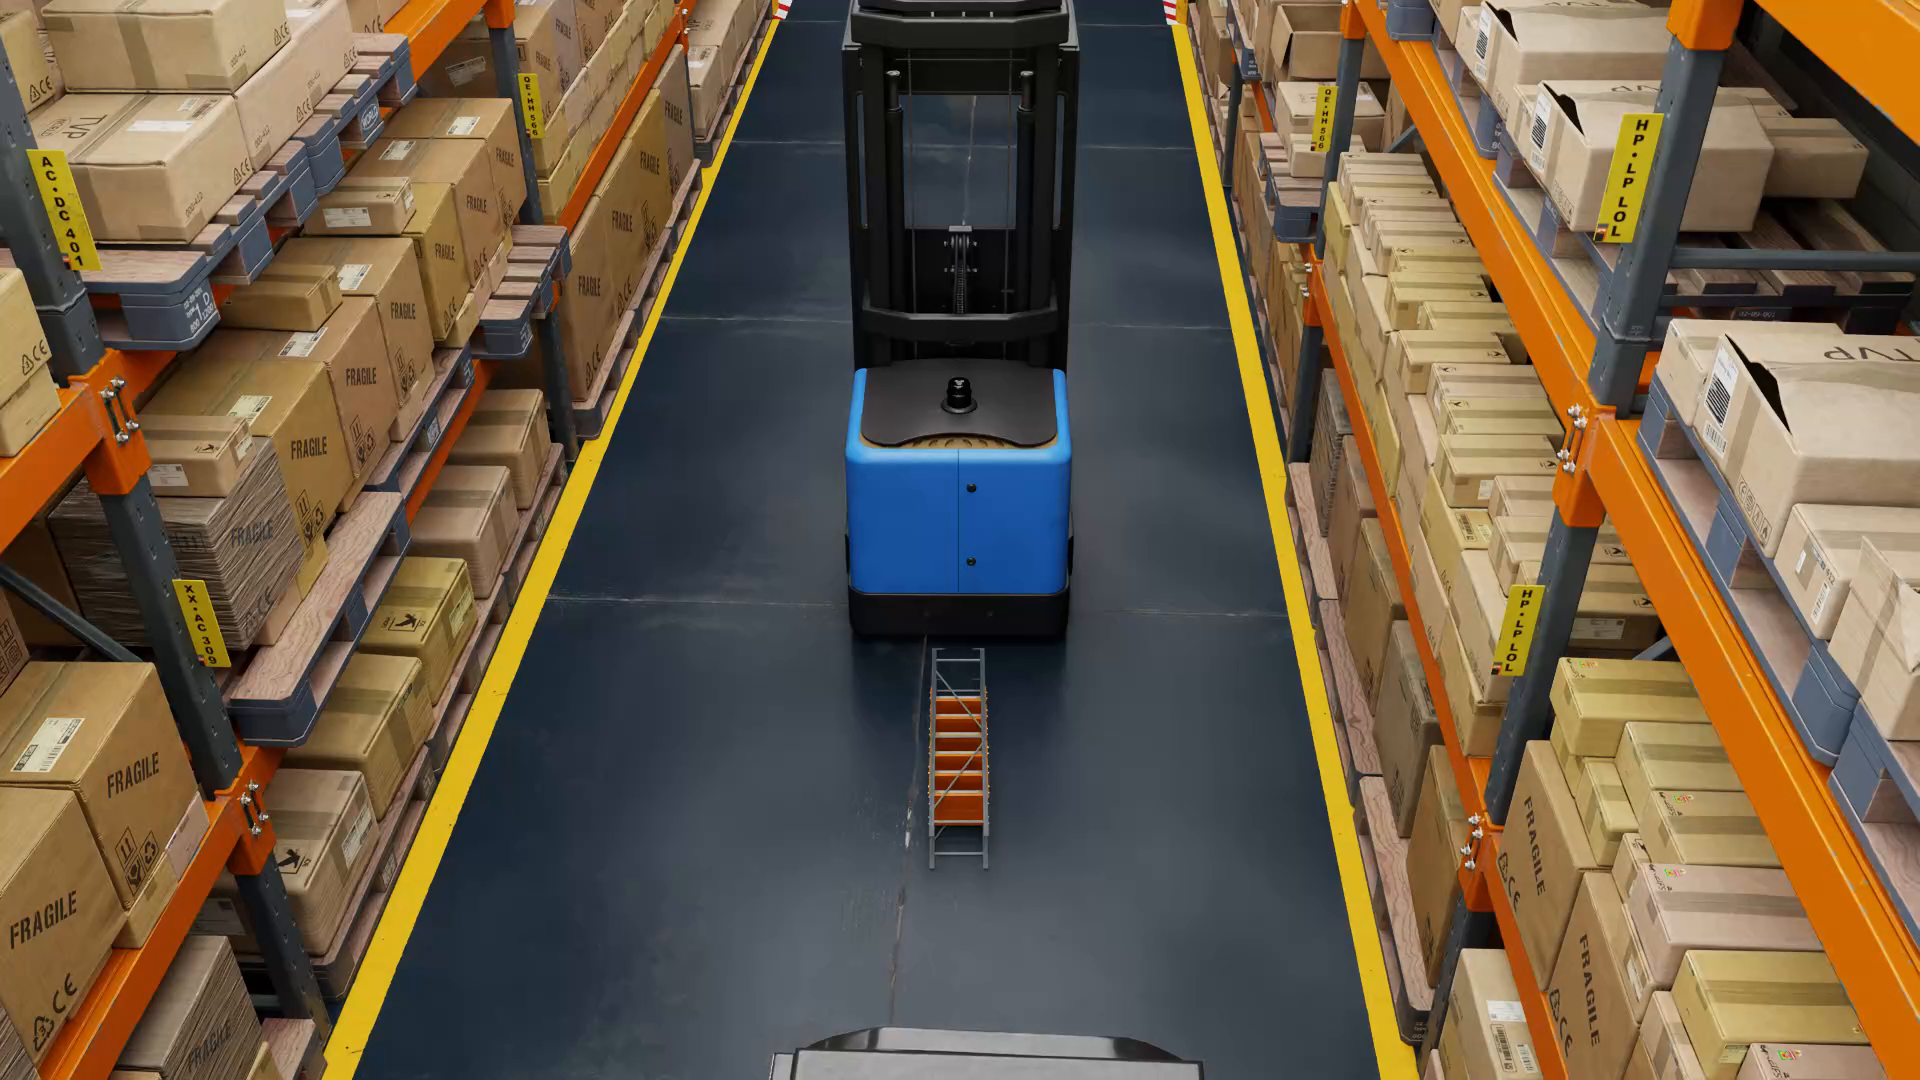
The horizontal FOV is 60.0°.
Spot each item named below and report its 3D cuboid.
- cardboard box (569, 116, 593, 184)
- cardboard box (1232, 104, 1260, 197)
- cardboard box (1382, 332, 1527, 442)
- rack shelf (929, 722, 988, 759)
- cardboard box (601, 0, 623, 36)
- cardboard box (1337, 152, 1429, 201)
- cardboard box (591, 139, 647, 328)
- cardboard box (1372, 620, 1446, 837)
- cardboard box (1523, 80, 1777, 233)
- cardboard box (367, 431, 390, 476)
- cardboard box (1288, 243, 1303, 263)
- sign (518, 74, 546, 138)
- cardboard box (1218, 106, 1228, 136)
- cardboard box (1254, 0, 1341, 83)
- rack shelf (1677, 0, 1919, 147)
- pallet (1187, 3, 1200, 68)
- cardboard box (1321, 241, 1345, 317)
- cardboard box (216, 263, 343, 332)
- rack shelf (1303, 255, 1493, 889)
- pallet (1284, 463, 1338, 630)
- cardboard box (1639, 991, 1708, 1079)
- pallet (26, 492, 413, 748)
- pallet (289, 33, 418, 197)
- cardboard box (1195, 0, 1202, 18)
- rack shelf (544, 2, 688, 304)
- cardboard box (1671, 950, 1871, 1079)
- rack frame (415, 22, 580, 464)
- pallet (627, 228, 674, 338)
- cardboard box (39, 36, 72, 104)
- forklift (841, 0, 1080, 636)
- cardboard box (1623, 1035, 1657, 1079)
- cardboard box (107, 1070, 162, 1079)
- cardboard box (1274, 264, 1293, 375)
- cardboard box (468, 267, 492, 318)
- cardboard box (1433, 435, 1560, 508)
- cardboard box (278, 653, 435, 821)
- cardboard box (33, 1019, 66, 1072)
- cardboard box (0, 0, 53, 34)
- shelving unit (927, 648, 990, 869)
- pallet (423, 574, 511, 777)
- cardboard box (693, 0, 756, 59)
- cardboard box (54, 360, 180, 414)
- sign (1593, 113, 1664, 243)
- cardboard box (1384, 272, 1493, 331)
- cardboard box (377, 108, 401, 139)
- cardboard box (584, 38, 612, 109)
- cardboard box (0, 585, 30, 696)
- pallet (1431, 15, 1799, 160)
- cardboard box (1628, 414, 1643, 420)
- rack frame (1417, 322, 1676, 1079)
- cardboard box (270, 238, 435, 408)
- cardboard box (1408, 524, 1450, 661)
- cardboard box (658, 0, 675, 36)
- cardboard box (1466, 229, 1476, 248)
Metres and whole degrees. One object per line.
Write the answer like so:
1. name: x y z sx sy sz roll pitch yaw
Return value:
1. cardboard box: -2.379 -2.210 9.362 0.500 0.250 0.500 0 35 1
2. cardboard box: 2.223 -2.762 11.826 0.500 0.500 0.500 3 35 4
3. cardboard box: 1.990 -0.600 6.636 0.500 0.250 0.500 2 35 3
4. rack shelf: -0.007 0.894 7.255 0.258 0.180 0.103 0 35 0
5. cardboard box: -2.318 -3.300 9.826 0.500 0.500 0.500 2 35 3
6. cardboard box: 2.000 -1.718 7.880 0.380 0.149 0.250 2 35 3
7. cardboard box: -2.502 -1.910 10.287 0.875 0.875 0.875 2 35 2
8. cardboard box: 2.195 0.764 6.699 0.875 0.625 0.625 1 35 1
9. cardboard box: 1.932 -1.115 4.690 0.500 0.311 0.500 0 35 0
10. cardboard box: -2.458 -0.378 6.478 0.380 0.149 0.250 2 35 2
11. cardboard box: 2.108 -1.600 9.608 0.380 0.149 0.250 0 35 0
12. sign: -2.110 -2.135 8.186 0.100 0.325 0.005 1 35 2
13. cardboard box: 2.197 -3.218 12.780 0.380 0.149 0.250 0 35 0
14. cardboard box: 2.172 -3.077 10.014 0.700 0.500 0.500 1 35 2
15. rack shelf: 2.066 -0.137 2.038 1.077 0.370 4.000 1 35 2
16. pallet: 2.594 -4.541 14.974 1.003 0.211 1.213 1 35 2
17. cardboard box: 2.045 -1.277 8.035 0.500 0.250 0.500 1 35 2
18. cardboard box: -2.500 -0.891 6.079 0.380 0.149 0.250 3 35 5
19. rack shelf: 2.227 -0.144 6.918 1.077 0.370 4.000 1 35 2
20. pallet: 2.235 0.025 8.476 1.003 0.211 1.213 1 35 2
21. cardboard box: 1.783 1.171 3.770 0.380 0.149 0.250 1 35 1
22. pallet: -2.637 0.241 5.912 1.003 0.211 1.213 1 35 2
23. pallet: -2.644 -1.501 5.777 1.213 0.211 1.003 1 35 2
24. cardboard box: 2.509 -4.985 14.986 0.797 0.503 0.637 0 35 0
25. rack shelf: -2.572 -2.555 10.348 1.077 0.370 4.000 1 35 2
26. cardboard box: 1.819 1.053 3.679 0.380 0.149 0.250 1 35 1
27. rack frame: -2.653 -1.700 8.506 1.000 3.000 0.127 1 35 2
28. pallet: -2.494 -1.710 10.945 1.003 0.211 1.213 1 35 2
29. cardboard box: -2.909 -1.369 5.192 0.500 0.250 0.500 2 35 2
30. forklift: 0.005 -1.557 8.362 1.130 2.935 3.031 0 35 0
31. cardboard box: 1.844 1.509 3.853 0.500 0.500 0.500 1 35 1
32. cardboard box: -2.588 1.883 4.782 0.500 0.500 0.500 2 35 3
33. cardboard box: 2.140 -1.272 9.706 0.500 0.500 0.500 1 35 1
34. cardboard box: -2.353 -1.130 7.548 0.380 0.149 0.250 0 35 0
35. cardboard box: 1.871 -0.240 5.777 0.380 0.149 0.250 0 35 0
36. cardboard box: -2.769 0.787 6.888 0.950 0.372 0.625 3 35 5
37. cardboard box: -2.637 1.326 4.418 0.380 0.149 0.250 1 35 1
38. cardboard box: -2.899 -1.867 5.465 0.500 0.250 0.500 2 35 3
39. shelving unit: -0.006 0.920 7.218 0.258 0.189 1.200 0 35 0
40. pallet: -2.737 0.589 7.675 1.003 0.211 1.213 1 35 2
41. cardboard box: -2.286 -4.513 14.371 0.875 0.438 0.875 2 35 3
42. cardboard box: -3.006 -0.292 5.792 0.500 0.500 0.500 2 35 2
43. sign: 1.604 -0.864 3.985 0.100 0.325 0.005 1 35 2
44. cardboard box: 1.959 -0.976 6.825 0.380 0.149 0.250 2 35 3
45. cardboard box: -2.902 -1.782 7.911 0.500 0.500 0.500 0 35 1
46. cardboard box: -2.331 -2.712 9.641 0.500 0.250 0.500 1 35 2
47. cardboard box: -3.048 0.274 4.482 0.700 0.500 0.500 1 35 1
48. pallet: 2.327 -1.703 6.066 1.003 0.211 1.213 3 35 4
49. cardboard box: 2.474 -0.379 5.975 0.380 0.149 0.250 1 35 2
50. rack frame: 2.146 0.710 5.076 1.000 3.000 0.127 1 35 2
51. cardboard box: -2.445 -0.866 6.609 0.500 0.500 0.500 0 35 0
52. cardboard box: 1.920 0.187 5.951 0.500 0.250 0.500 1 35 2
53. cardboard box: -2.258 -3.674 11.444 0.500 0.250 0.500 1 35 1
54. cardboard box: 2.548 -1.173 7.451 0.500 0.250 0.500 2 35 2
